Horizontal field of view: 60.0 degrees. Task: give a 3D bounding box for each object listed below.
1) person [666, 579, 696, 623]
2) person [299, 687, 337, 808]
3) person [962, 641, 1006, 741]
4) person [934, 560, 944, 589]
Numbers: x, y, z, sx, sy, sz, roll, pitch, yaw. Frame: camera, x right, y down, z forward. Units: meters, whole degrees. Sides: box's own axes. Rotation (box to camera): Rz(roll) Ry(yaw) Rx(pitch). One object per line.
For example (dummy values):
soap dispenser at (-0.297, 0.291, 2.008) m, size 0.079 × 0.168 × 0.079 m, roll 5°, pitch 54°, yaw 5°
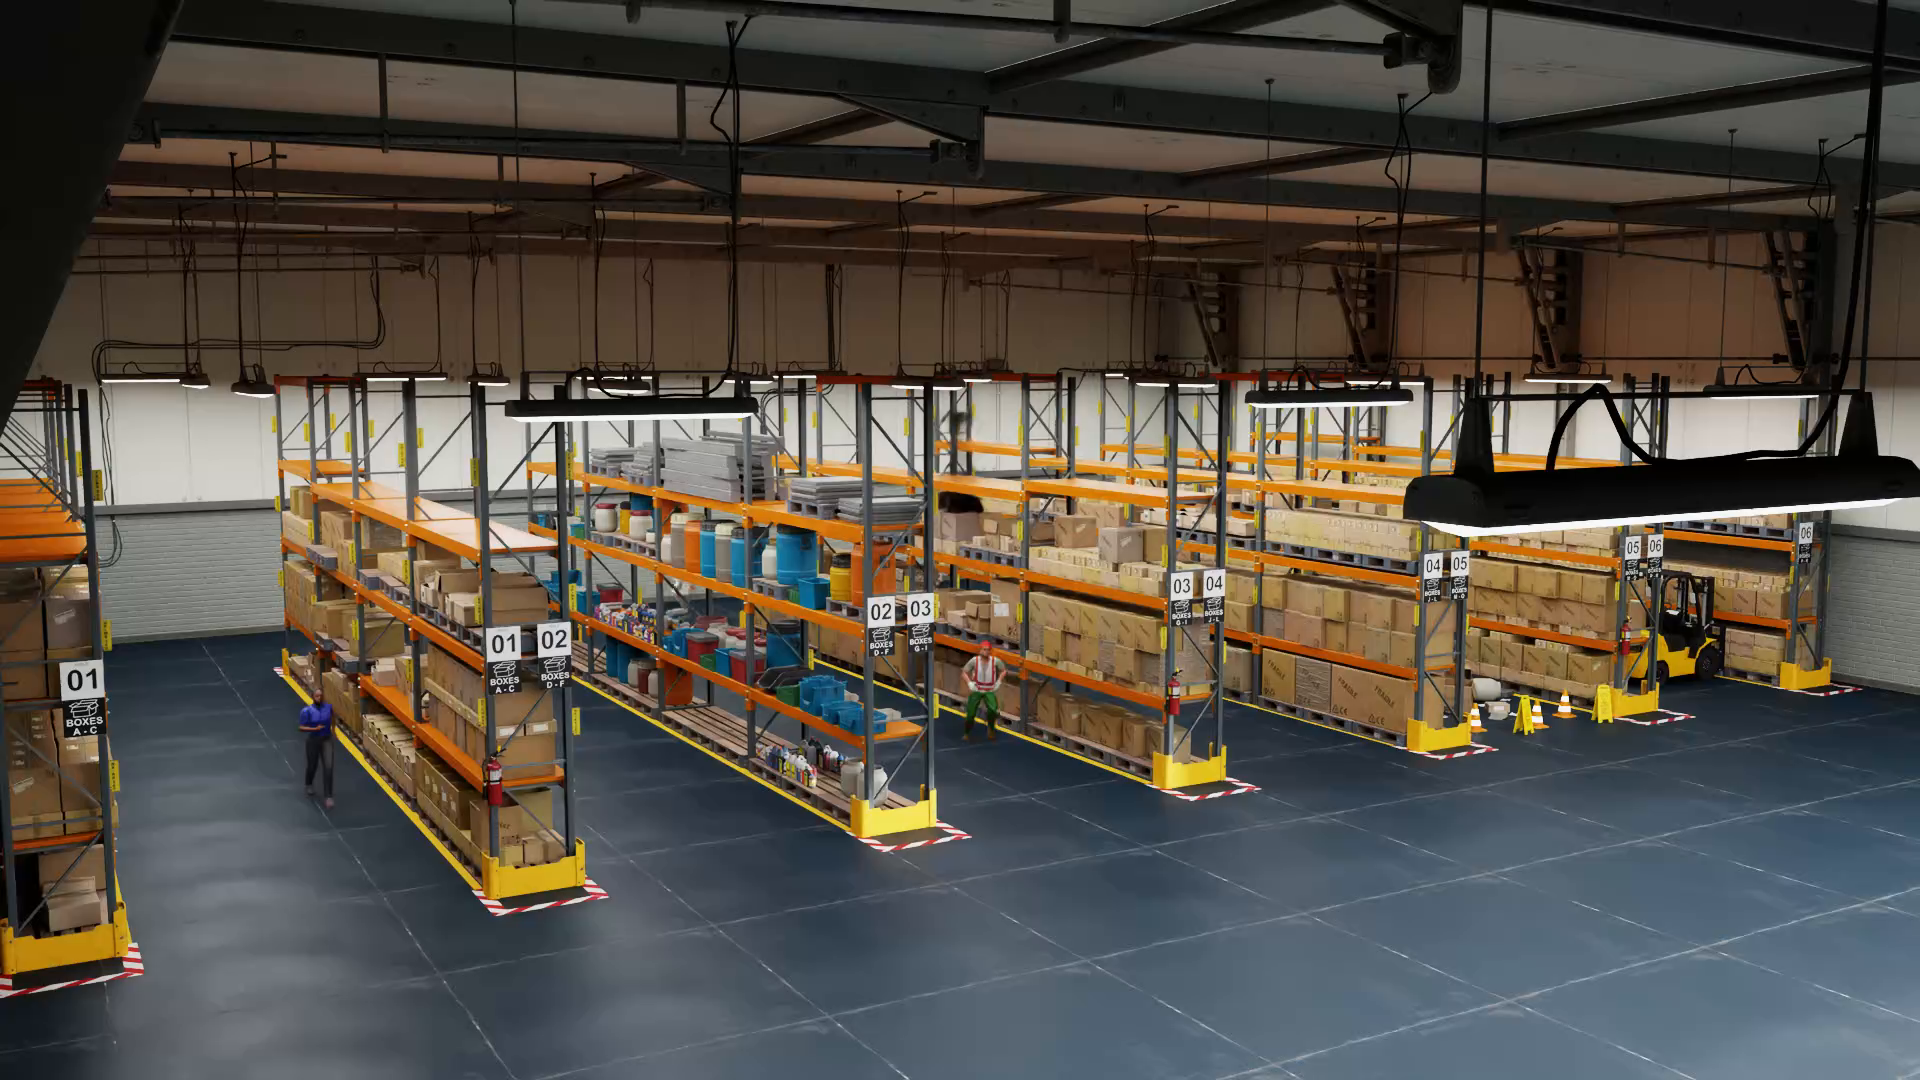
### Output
person at (-6.491, 1.269, 38.739) m, size 0.767 × 1.708 × 0.652 m, roll -3°, pitch 7°, yaw -23°
person at (-9.113, 2.902, 23.621) m, size 0.566 × 1.662 × 0.929 m, roll -4°, pitch 8°, yaw -35°
person at (0.411, 2.490, 27.412) m, size 0.758 × 1.692 × 0.647 m, roll -1°, pitch 6°, yaw -8°
person at (-0.657, 1.308, 38.304) m, size 0.553 × 1.758 × 0.745 m, roll -3°, pitch 7°, yaw -28°
